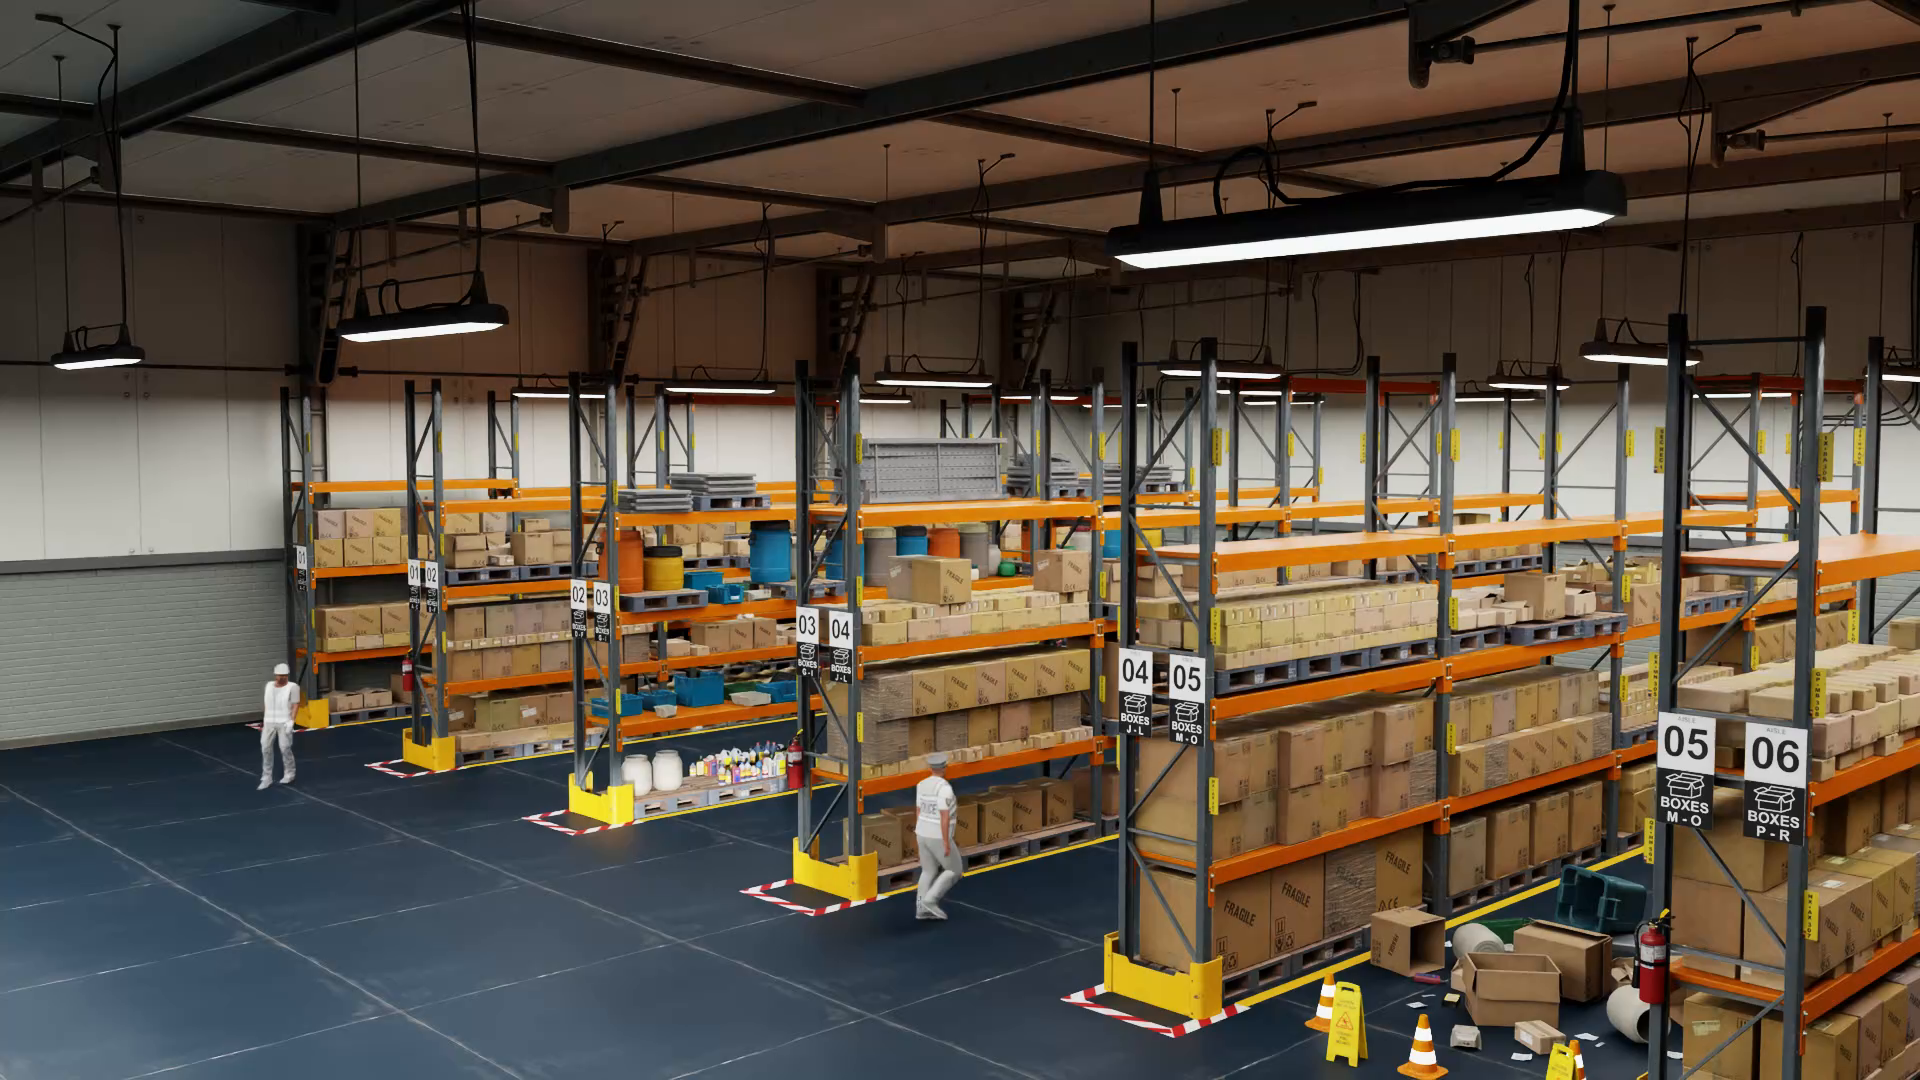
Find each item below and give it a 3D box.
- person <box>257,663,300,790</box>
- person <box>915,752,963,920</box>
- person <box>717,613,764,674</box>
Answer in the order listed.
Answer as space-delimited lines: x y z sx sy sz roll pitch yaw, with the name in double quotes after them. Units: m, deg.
-10.016 2.737 24.389 0.581 1.832 0.592 0 4 3 "person"
-0.266 3.149 17.643 0.479 1.754 0.581 -2 4 -31 "person"
-4.476 1.980 34.134 0.515 1.507 1.053 3 4 34 "person"
